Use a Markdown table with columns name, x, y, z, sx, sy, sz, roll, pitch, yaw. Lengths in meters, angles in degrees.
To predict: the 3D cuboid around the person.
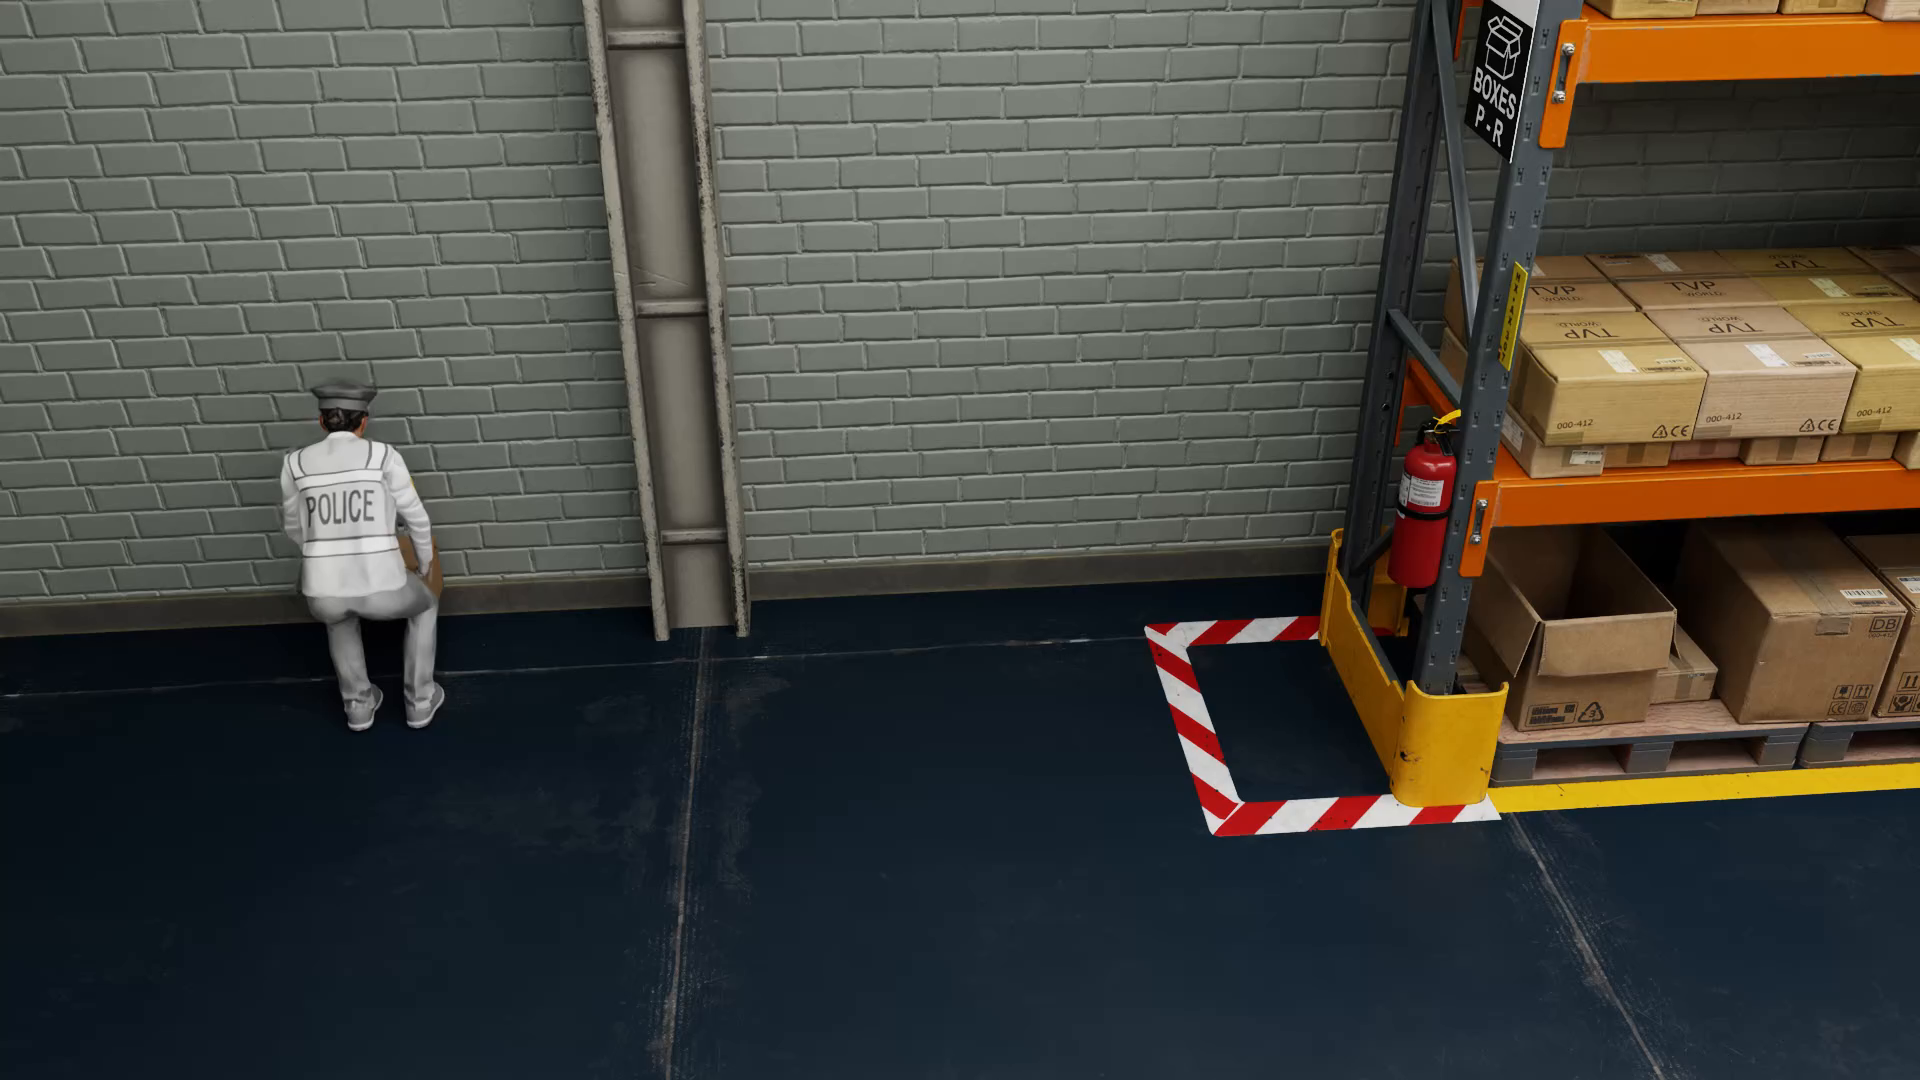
| name | x | y | z | sx | sy | sz | roll | pitch | yaw |
| --- | --- | --- | --- | --- | --- | --- | --- | --- | --- |
| person | -2.287 | 0.084 | 6.332 | 0.534 | 1.322 | 0.737 | -2 | 31 | -4 |
